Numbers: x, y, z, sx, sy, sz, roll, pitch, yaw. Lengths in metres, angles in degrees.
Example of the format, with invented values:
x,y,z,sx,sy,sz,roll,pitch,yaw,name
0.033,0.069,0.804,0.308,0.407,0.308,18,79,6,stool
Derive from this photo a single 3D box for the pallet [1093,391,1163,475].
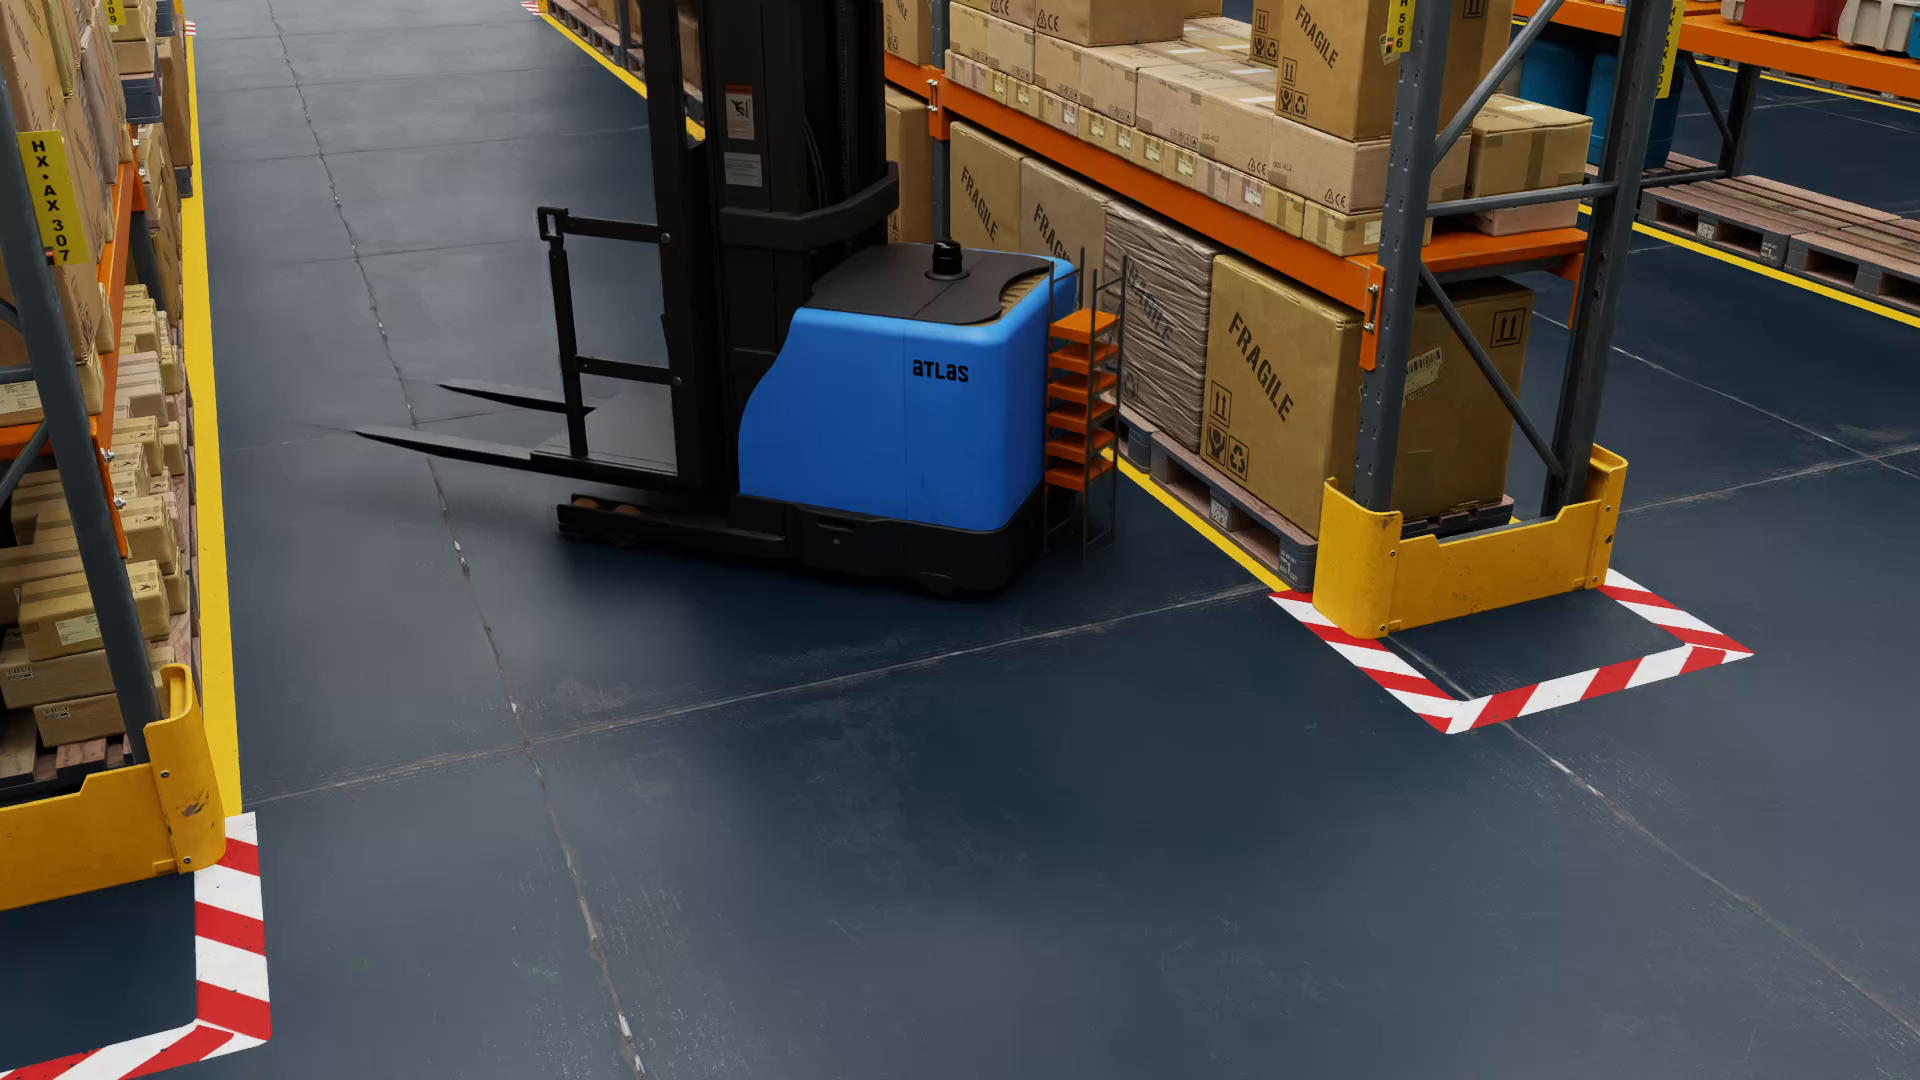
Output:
x,y,z,sx,sy,sz,roll,pitch,yaw,name
1.039,-0.706,7.955,1.003,0.211,1.213,-11,28,-21,pallet

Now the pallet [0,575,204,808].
x,y,z,sx,sy,sz,roll,pitch,yaw,name
-3.021,0.542,5.399,1.003,0.211,1.213,-11,28,-21,pallet

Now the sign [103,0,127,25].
x,y,z,sx,sy,sz,roll,pitch,yaw,name
-3.775,-2.446,7.355,0.100,0.325,0.005,-11,28,-21,sign

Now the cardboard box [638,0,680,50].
x,y,z,sx,sy,sz,roll,pitch,yaw,name
-2.581,-4.825,15.561,0.700,0.500,0.500,-13,29,-25,cardboard box

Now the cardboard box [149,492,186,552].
x,y,z,sx,sy,sz,roll,pitch,yaw,name
-3.102,-0.035,6.174,0.380,0.149,0.250,-12,28,-23,cardboard box

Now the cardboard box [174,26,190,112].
x,y,z,sx,sy,sz,roll,pitch,yaw,name
-6.704,-3.743,13.083,1.050,0.750,0.750,-11,28,-21,cardboard box

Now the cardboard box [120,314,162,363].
x,y,z,sx,sy,sz,roll,pitch,yaw,name
-3.652,-0.842,7.147,0.380,0.149,0.250,-11,28,-21,cardboard box

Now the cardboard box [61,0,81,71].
x,y,z,sx,sy,sz,roll,pitch,yaw,name
-3.226,-1.823,5.471,0.500,0.500,0.500,-12,28,-22,cardboard box

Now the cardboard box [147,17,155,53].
x,y,z,sx,sy,sz,roll,pitch,yaw,name
-4.211,-2.487,8.233,0.380,0.149,0.250,-10,28,-20,cardboard box

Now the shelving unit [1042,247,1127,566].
x,y,z,sx,sy,sz,roll,pitch,yaw,name
0.475,-0.502,6.410,0.189,1.200,0.258,17,31,31,shelving unit

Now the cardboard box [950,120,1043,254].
x,y,z,sx,sy,sz,roll,pitch,yaw,name
0.517,-1.726,8.810,0.875,0.875,0.875,-11,28,-21,cardboard box

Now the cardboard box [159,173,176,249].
x,y,z,sx,sy,sz,roll,pitch,yaw,name
-4.743,-1.793,9.374,0.500,0.500,0.500,-10,28,-20,cardboard box

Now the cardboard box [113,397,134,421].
x,y,z,sx,sy,sz,roll,pitch,yaw,name
-3.318,-0.404,6.251,0.380,0.149,0.250,-11,28,-20,cardboard box

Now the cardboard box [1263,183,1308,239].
x,y,z,sx,sy,sz,roll,pitch,yaw,name
1.352,-1.237,6.150,0.380,0.149,0.250,-10,28,-20,cardboard box

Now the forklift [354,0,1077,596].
x,y,z,sx,sy,sz,roll,pitch,yaw,name
-1.095,-1.495,6.471,3.031,2.935,1.130,9,27,18,forklift

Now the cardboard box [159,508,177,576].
x,y,z,sx,sy,sz,roll,pitch,yaw,name
-2.907,0.031,5.700,0.380,0.149,0.250,-10,28,-19,cardboard box

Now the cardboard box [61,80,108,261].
x,y,z,sx,sy,sz,roll,pitch,yaw,name
-3.040,-1.165,5.265,0.500,0.500,0.500,-10,28,-20,cardboard box

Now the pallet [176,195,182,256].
x,y,z,sx,sy,sz,roll,pitch,yaw,name
-5.533,-2.007,10.620,1.003,0.211,1.213,-11,28,-21,pallet

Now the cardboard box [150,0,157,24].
x,y,z,sx,sy,sz,roll,pitch,yaw,name
-4.615,-2.903,9.085,0.380,0.149,0.250,-12,28,-23,cardboard box

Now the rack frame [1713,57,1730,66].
x,y,z,sx,sy,sz,roll,pitch,yaw,name
7.882,-6.088,15.800,1.000,3.000,0.127,-11,28,-21,rack frame

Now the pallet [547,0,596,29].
x,y,z,sx,sy,sz,roll,pitch,yaw,name
-4.052,-5.999,18.796,1.003,0.211,1.213,-11,28,-21,pallet

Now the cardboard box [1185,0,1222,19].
x,y,z,sx,sy,sz,roll,pitch,yaw,name
0.950,-2.833,8.111,0.500,0.500,0.500,-10,28,-20,cardboard box

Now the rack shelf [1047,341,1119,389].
x,y,z,sx,sy,sz,roll,pitch,yaw,name
0.475,-0.678,6.325,0.180,0.103,0.258,17,31,31,rack shelf

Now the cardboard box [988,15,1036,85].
x,y,z,sx,sy,sz,roll,pitch,yaw,name
0.465,-2.402,8.084,0.500,0.250,0.500,-11,28,-21,cardboard box

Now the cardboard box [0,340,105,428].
x,y,z,sx,sy,sz,roll,pitch,yaw,name
-2.530,-0.420,4.479,0.380,0.149,0.250,-11,28,-21,cardboard box

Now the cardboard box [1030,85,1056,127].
x,y,z,sx,sy,sz,roll,pitch,yaw,name
0.553,-2.062,7.840,0.380,0.149,0.250,-11,28,-21,cardboard box

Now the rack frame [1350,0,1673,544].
x,y,z,sx,sy,sz,roll,pitch,yaw,name
1.898,-1.158,5.702,1.000,3.000,0.127,-11,28,-21,rack frame

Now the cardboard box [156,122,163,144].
x,y,z,sx,sy,sz,roll,pitch,yaw,name
-5.121,-2.545,10.060,0.500,0.250,0.500,-10,28,-20,cardboard box

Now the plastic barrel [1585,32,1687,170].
x,y,z,sx,sy,sz,roll,pitch,yaw,name
4.692,-3.092,11.577,0.600,0.901,0.708,-11,28,-21,plastic barrel

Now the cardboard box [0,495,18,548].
x,y,z,sx,sy,sz,roll,pitch,yaw,name
-3.706,-0.057,6.218,0.380,0.149,0.250,-10,28,-19,cardboard box

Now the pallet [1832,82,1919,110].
x,y,z,sx,sy,sz,roll,pitch,yaw,name
8.613,-4.035,14.774,1.003,0.211,1.213,-11,28,-21,pallet

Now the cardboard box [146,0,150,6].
x,y,z,sx,sy,sz,roll,pitch,yaw,name
-4.417,-2.830,8.597,0.380,0.149,0.250,-9,28,-19,cardboard box

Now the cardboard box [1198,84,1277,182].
x,y,z,sx,sy,sz,roll,pitch,yaw,name
1.266,-1.579,6.397,0.500,0.250,0.500,-11,28,-21,cardboard box

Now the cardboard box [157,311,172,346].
x,y,z,sx,sy,sz,roll,pitch,yaw,name
-3.856,-0.930,7.667,0.380,0.149,0.250,-10,28,-20,cardboard box

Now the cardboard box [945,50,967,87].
x,y,z,sx,sy,sz,roll,pitch,yaw,name
0.142,-2.483,8.703,0.380,0.149,0.250,-11,28,-20,cardboard box

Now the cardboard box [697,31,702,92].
x,y,z,sx,sy,sz,roll,pitch,yaw,name
-1.744,-3.951,13.770,0.700,0.500,0.500,-13,29,-25,cardboard box

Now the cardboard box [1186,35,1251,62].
x,y,z,sx,sy,sz,roll,pitch,yaw,name
1.346,-2.086,7.436,0.500,0.250,0.500,-11,28,-22,cardboard box

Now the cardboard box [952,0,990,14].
x,y,z,sx,sy,sz,roll,pitch,yaw,name
0.284,-2.938,8.327,0.500,0.500,0.500,-11,28,-21,cardboard box

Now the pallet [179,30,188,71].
x,y,z,sx,sy,sz,roll,pitch,yaw,name
-8.112,-4.751,16.241,1.003,0.211,1.213,-11,28,-21,pallet

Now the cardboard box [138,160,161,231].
x,y,z,sx,sy,sz,roll,pitch,yaw,name
-4.318,-1.707,8.343,0.500,0.250,0.500,-12,28,-23,cardboard box

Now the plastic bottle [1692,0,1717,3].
x,y,z,sx,sy,sz,roll,pitch,yaw,name
5.034,-3.815,11.202,0.144,0.351,0.185,-11,28,-21,plastic bottle

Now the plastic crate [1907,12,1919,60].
x,y,z,sx,sy,sz,roll,pitch,yaw,name
5.415,-2.745,9.077,0.416,0.233,0.300,-11,28,-21,plastic crate

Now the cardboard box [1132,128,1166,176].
x,y,z,sx,sy,sz,roll,pitch,yaw,name
0.952,-1.649,6.994,0.380,0.149,0.250,-10,28,-20,cardboard box

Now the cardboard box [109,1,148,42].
x,y,z,sx,sy,sz,roll,pitch,yaw,name
-4.003,-2.409,7.733,0.380,0.149,0.250,-10,28,-20,cardboard box

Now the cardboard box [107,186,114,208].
x,y,z,sx,sy,sz,roll,pitch,yaw,name
-3.481,-1.357,6.397,0.380,0.149,0.250,-12,28,-23,cardboard box

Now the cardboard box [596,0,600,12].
x,y,z,sx,sy,sz,roll,pitch,yaw,name
-3.645,-5.936,17.859,0.500,0.500,0.500,-8,27,-16,cardboard box

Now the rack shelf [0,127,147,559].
x,y,z,sx,sy,sz,roll,pitch,yaw,name
-3.488,-0.830,5.852,1.077,0.370,4.000,-11,28,-21,rack shelf

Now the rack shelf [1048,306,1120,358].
x,y,z,sx,sy,sz,roll,pitch,yaw,name
0.476,-0.786,6.272,0.180,0.103,0.258,17,31,31,rack shelf

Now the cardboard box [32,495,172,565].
x,y,z,sx,sy,sz,roll,pitch,yaw,name
-2.797,-0.005,5.435,0.380,0.149,0.250,-11,28,-21,cardboard box

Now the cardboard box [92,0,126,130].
x,y,z,sx,sy,sz,roll,pitch,yaw,name
-3.822,-1.993,6.960,0.500,0.500,0.500,-11,28,-21,cardboard box

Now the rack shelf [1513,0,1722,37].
x,y,z,sx,sy,sz,roll,pitch,yaw,name
4.106,-4.108,12.564,1.077,0.370,4.000,-11,28,-21,rack shelf

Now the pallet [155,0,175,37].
x,y,z,sx,sy,sz,roll,pitch,yaw,name
-5.461,-3.220,10.145,1.213,0.211,1.003,-11,28,-21,pallet

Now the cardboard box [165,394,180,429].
x,y,z,sx,sy,sz,roll,pitch,yaw,name
-3.617,-0.554,7.237,0.380,0.149,0.250,-12,28,-22,cardboard box

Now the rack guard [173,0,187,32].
x,y,z,sx,sy,sz,roll,pitch,yaw,name
-8.980,-5.692,17.838,1.175,0.500,0.348,-11,28,-21,rack guard
